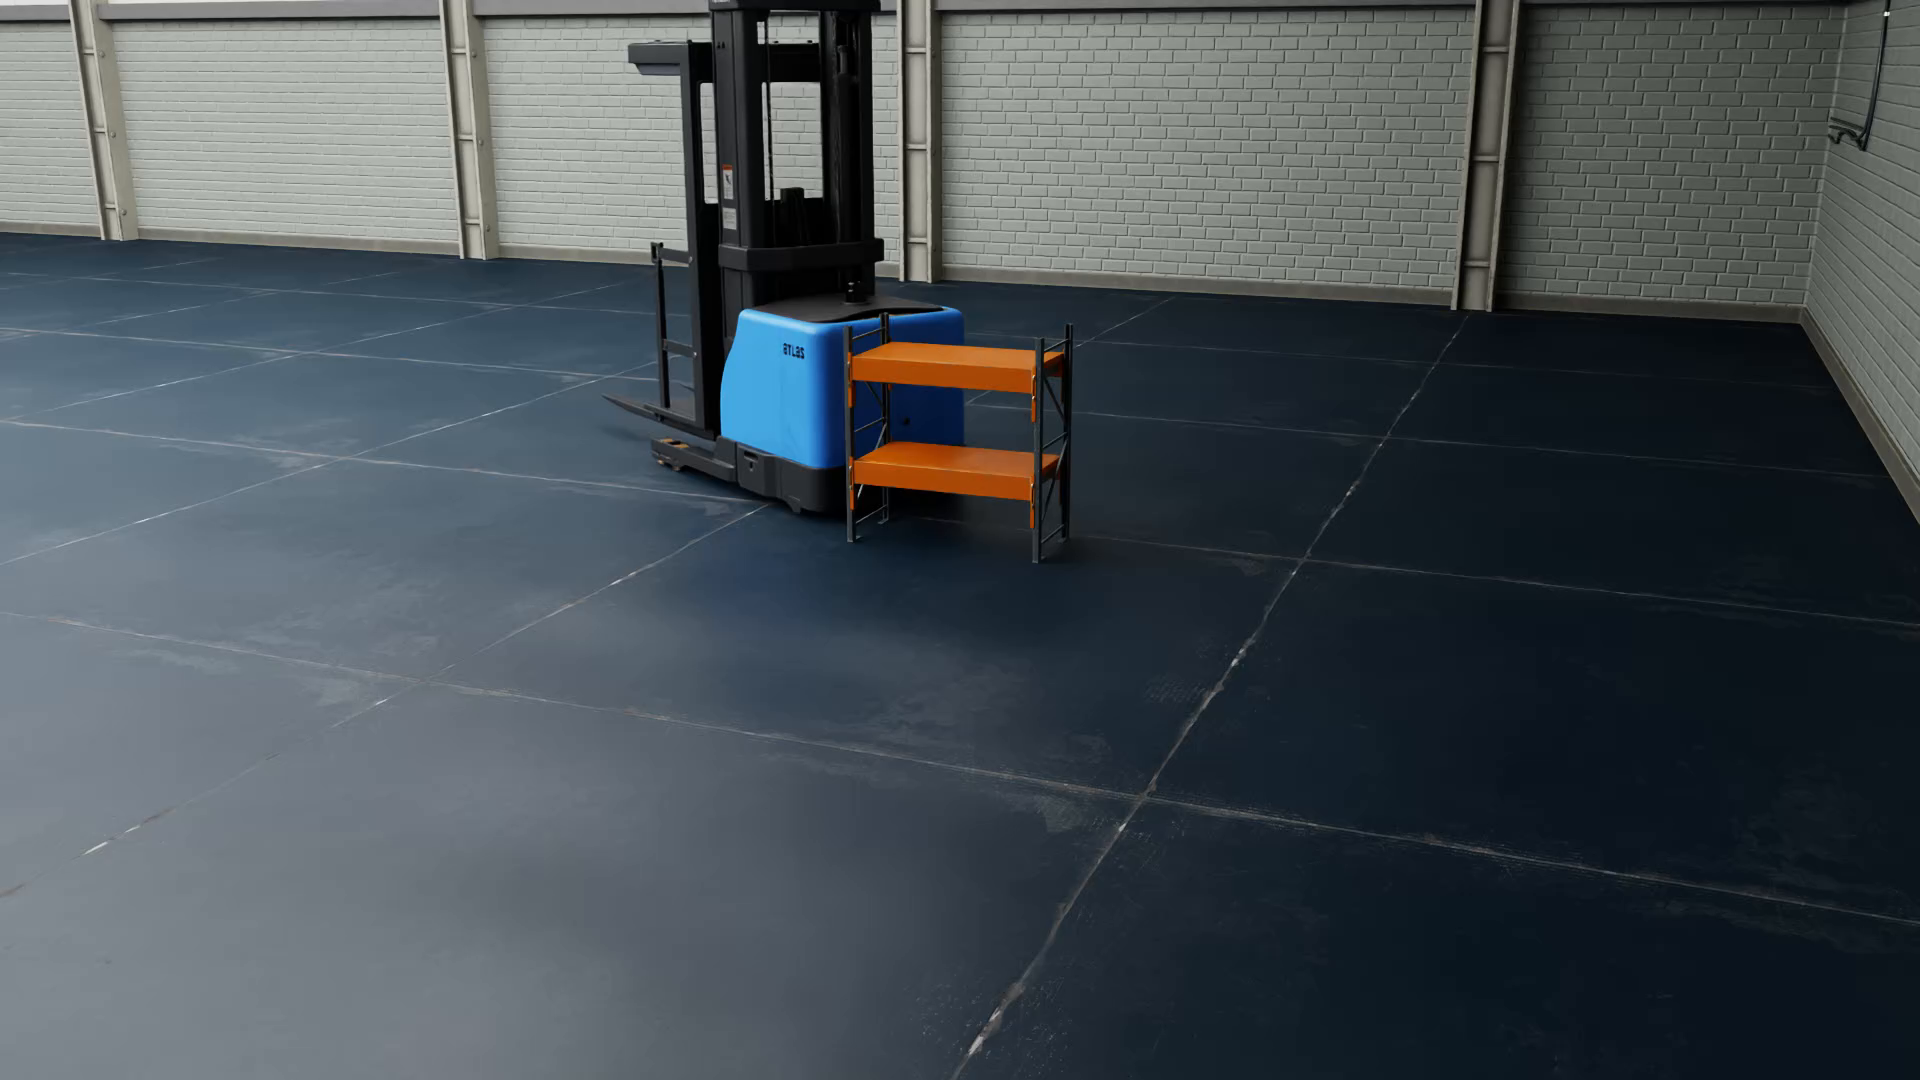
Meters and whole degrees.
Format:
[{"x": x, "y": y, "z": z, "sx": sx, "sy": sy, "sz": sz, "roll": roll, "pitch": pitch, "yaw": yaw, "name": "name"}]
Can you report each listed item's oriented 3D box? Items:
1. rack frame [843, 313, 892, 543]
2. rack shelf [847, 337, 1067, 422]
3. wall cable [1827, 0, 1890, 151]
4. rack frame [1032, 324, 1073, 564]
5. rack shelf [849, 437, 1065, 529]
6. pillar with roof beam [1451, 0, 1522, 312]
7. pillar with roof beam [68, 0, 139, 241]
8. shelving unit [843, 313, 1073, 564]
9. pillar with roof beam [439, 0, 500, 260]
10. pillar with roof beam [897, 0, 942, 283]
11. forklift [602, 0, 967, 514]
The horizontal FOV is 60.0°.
[{"x": -0.479, "y": -0.593, "z": 8.698, "sx": 0.032, "sy": 1.125, "sz": 0.500, "roll": 6, "pitch": 17, "yaw": 21, "name": "rack frame"}, {"x": -0.006, "y": -0.822, "z": 8.438, "sx": 1.000, "sy": 0.278, "sz": 0.538, "roll": 6, "pitch": 17, "yaw": 21, "name": "rack shelf"}, {"x": 7.395, "y": -4.505, "z": 13.622, "sx": 0.112, "sy": 2.526, "sz": 3.097, "roll": 6, "pitch": 17, "yaw": 21, "name": "wall cable"}, {"x": 0.467, "y": -0.489, "z": 8.340, "sx": 0.032, "sy": 1.125, "sz": 0.500, "roll": 6, "pitch": 17, "yaw": 21, "name": "rack frame"}, {"x": -0.006, "y": -0.306, "z": 8.587, "sx": 1.000, "sy": 0.278, "sz": 0.538, "roll": 6, "pitch": 17, "yaw": 21, "name": "rack shelf"}, {"x": 3.560, "y": -5.524, "z": 11.562, "sx": 0.400, "sy": 9.000, "sz": 9.100, "roll": 6, "pitch": 17, "yaw": 21, "name": "pillar with roof beam"}, {"x": -13.185, "y": -7.366, "z": 17.905, "sx": 0.400, "sy": 9.000, "sz": 9.100, "roll": 6, "pitch": 17, "yaw": 21, "name": "pillar with roof beam"}, {"x": -0.006, "y": -0.541, "z": 8.519, "sx": 1.048, "sy": 1.125, "sz": 0.538, "roll": 6, "pitch": 17, "yaw": 21, "name": "shelving unit"}, {"x": -7.603, "y": -6.752, "z": 15.791, "sx": 0.400, "sy": 9.000, "sz": 9.100, "roll": 6, "pitch": 17, "yaw": 21, "name": "pillar with roof beam"}, {"x": -2.022, "y": -6.138, "z": 13.677, "sx": 0.400, "sy": 9.000, "sz": 9.100, "roll": 6, "pitch": 17, "yaw": 21, "name": "pillar with roof beam"}, {"x": -1.250, "y": -1.900, "z": 9.961, "sx": 1.130, "sy": 2.935, "sz": 3.031, "roll": -12, "pitch": 20, "yaw": -35, "name": "forklift"}]
